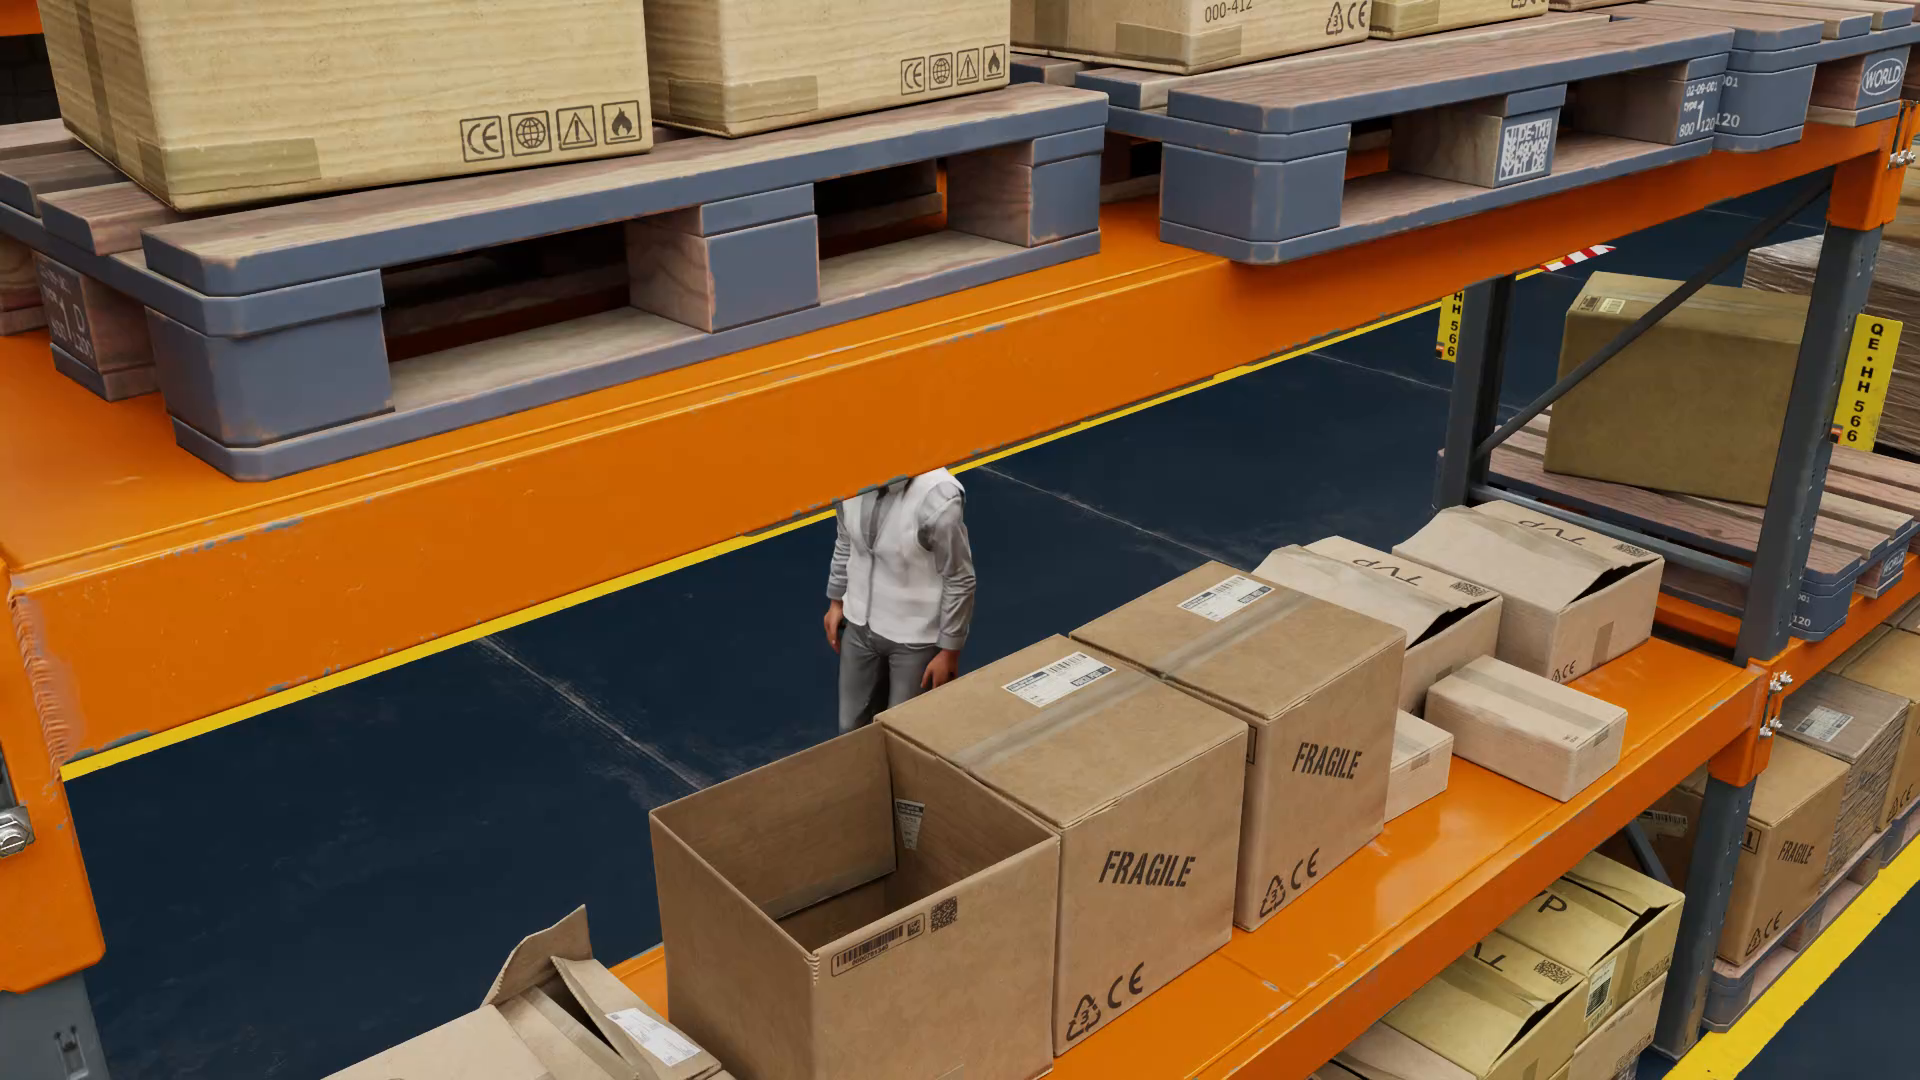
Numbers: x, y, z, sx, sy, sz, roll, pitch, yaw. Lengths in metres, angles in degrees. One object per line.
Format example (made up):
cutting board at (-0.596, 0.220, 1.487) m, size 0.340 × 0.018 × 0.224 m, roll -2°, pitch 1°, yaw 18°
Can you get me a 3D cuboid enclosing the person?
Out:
person at (-0.211, 0.289, 5.428) m, size 0.589 × 1.770 × 0.464 m, roll 21°, pitch 32°, yaw 39°
